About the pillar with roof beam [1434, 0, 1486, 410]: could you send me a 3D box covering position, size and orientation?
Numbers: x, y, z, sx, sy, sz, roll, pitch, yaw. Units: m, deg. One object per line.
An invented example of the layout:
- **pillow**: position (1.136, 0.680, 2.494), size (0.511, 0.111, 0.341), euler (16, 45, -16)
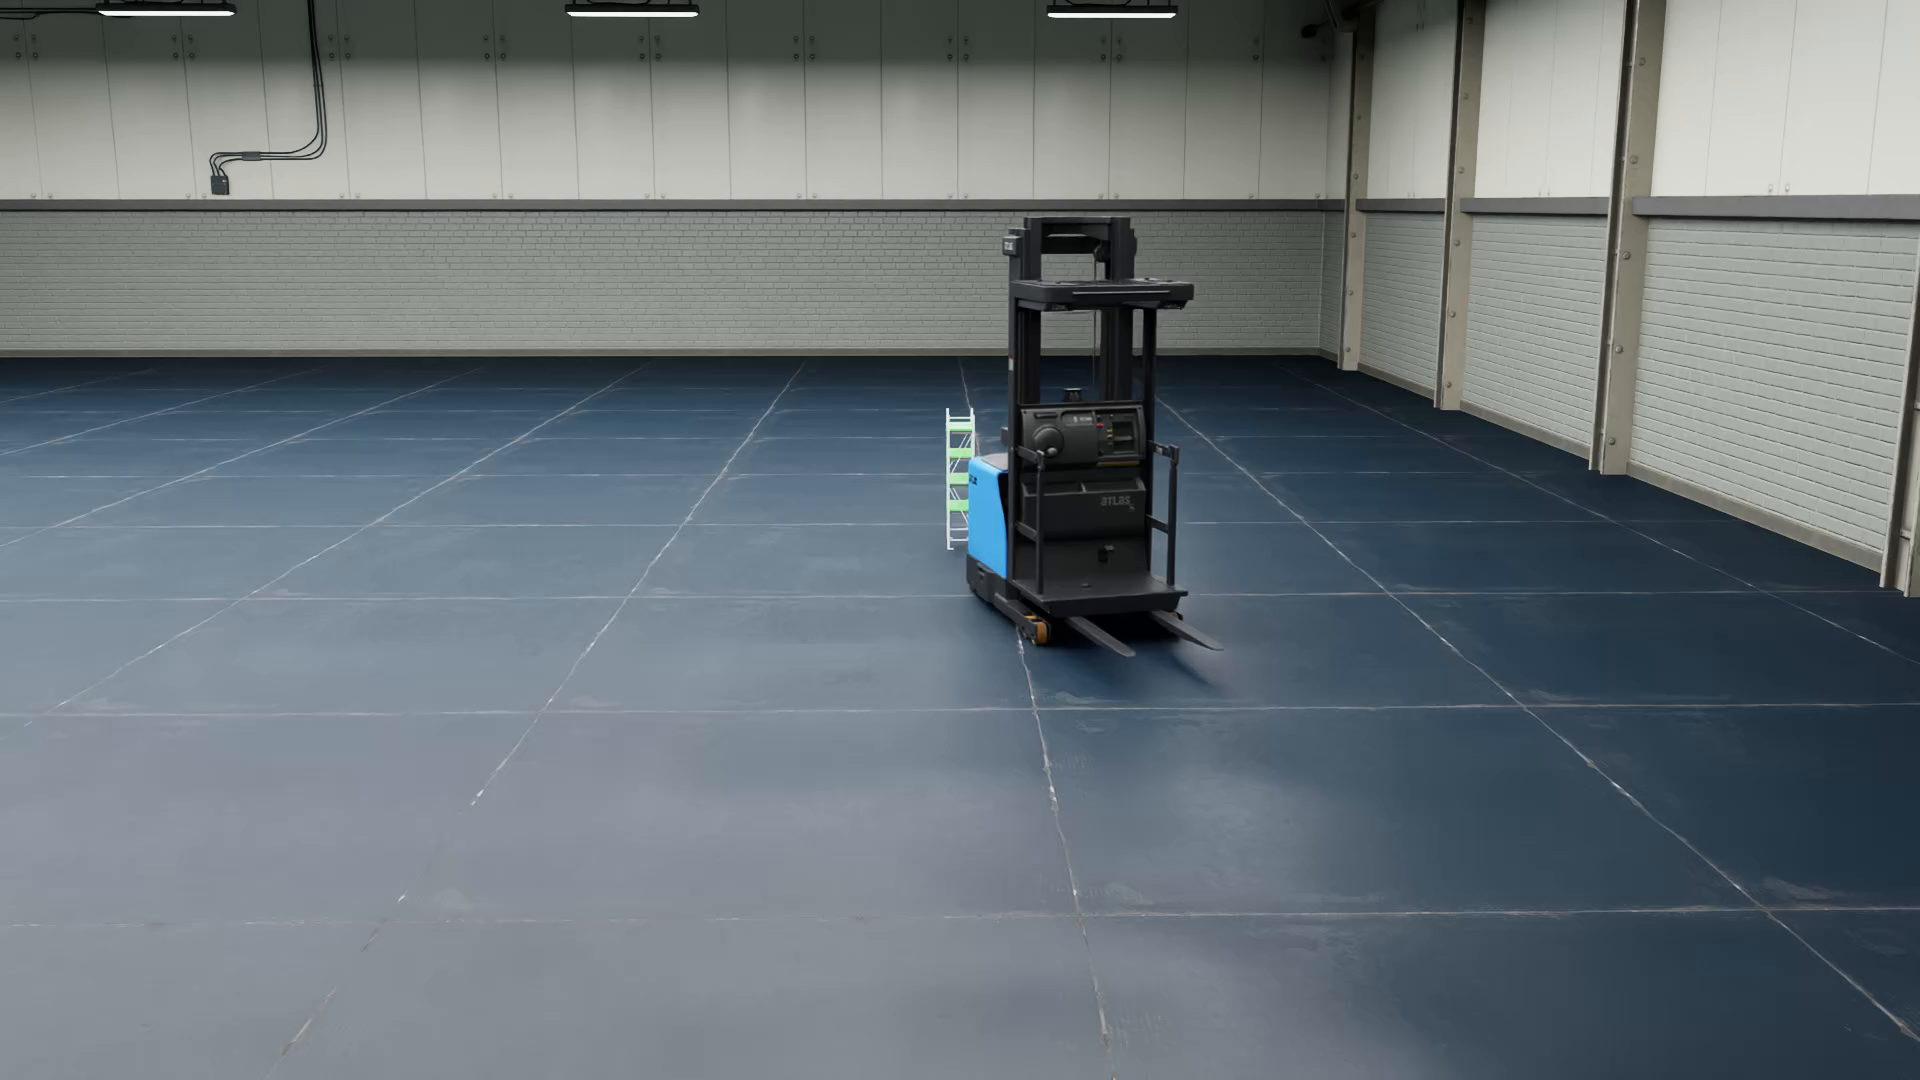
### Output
- **pillar with roof beam**: position (3.028, -6.370, 24.014), size (9.100, 9.000, 0.400), euler (0, 11, -1)

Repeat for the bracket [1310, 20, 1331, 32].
- **bracket**: position (6.808, -9.779, 31.765), size (0.076, 0.066, 3.189), euler (0, 11, -1)

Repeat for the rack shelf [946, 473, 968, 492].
- **rack shelf**: position (0.003, -0.492, 14.981), size (0.258, 0.148, 0.480), euler (0, 11, -1)

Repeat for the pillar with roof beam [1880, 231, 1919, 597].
- **pillar with roof beam**: position (3.276, -3.984, 12.256), size (9.100, 9.000, 0.400), euler (0, 11, -1)

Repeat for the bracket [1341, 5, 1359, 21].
- **bracket**: position (6.862, -9.260, 29.208), size (0.235, 0.232, 0.430), euler (0, 11, -1)

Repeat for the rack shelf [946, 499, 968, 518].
- **rack shelf**: position (0.003, -0.257, 15.029), size (0.258, 0.148, 0.480), euler (0, 11, -1)

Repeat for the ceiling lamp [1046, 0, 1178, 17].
- **ceiling lamp**: position (2.329, -9.652, 25.513), size (2.000, 3.185, 0.800), euler (0, 11, -1)

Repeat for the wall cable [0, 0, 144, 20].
- **wall cable**: position (-17.225, -11.248, 31.727), size (3.097, 2.526, 0.112), euler (0, 11, -1)

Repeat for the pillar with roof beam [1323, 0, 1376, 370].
- **pillar with roof beam**: position (2.904, -7.562, 29.893), size (9.100, 9.000, 0.548), euler (0, 11, -1)

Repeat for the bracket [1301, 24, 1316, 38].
- **bracket**: position (6.796, -9.896, 32.343), size (0.235, 0.232, 0.430), euler (0, 11, -1)

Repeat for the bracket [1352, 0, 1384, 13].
- **bracket**: position (6.915, -8.748, 26.684), size (0.076, 0.066, 4.783), euler (0, 11, -1)

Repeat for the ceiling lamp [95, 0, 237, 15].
- **ceiling lamp**: position (-12.068, -9.593, 25.221), size (2.000, 3.185, 0.800), euler (0, 11, -1)

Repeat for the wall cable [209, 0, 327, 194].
- **wall cable**: position (-13.532, -9.744, 32.094), size (2.305, 6.003, 0.169), euler (0, 11, -1)

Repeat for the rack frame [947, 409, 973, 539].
- **rack frame**: position (-0.002, -0.604, 15.208), size (0.240, 1.200, 0.015), euler (0, 11, -1)

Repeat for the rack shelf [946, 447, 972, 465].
- **rack shelf**: position (0.003, -0.728, 14.934), size (0.258, 0.148, 0.480), euler (0, 11, -1)

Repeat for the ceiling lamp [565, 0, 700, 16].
- **ceiling lamp**: position (-5.010, -9.622, 25.364), size (2.000, 3.185, 0.800), euler (0, 11, -1)

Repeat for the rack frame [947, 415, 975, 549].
- **rack frame**: position (0.008, -0.507, 14.729), size (0.240, 1.200, 0.015), euler (0, 11, -1)

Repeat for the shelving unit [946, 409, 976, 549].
- **shelving unit**: position (0.003, -0.555, 14.969), size (0.258, 1.200, 0.503), euler (0, 11, -1)

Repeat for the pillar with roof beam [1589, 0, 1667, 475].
- **pillar with roof beam**: position (3.152, -5.177, 18.135), size (9.100, 9.000, 0.400), euler (0, 11, -1)

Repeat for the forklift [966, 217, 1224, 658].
- **forklift**: position (0.953, -0.788, 11.763), size (1.130, 2.935, 3.031), euler (-3, 12, -16)

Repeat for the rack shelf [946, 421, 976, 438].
- **rack shelf**: position (0.003, -0.963, 14.886), size (0.258, 0.148, 0.480), euler (0, 11, -1)
